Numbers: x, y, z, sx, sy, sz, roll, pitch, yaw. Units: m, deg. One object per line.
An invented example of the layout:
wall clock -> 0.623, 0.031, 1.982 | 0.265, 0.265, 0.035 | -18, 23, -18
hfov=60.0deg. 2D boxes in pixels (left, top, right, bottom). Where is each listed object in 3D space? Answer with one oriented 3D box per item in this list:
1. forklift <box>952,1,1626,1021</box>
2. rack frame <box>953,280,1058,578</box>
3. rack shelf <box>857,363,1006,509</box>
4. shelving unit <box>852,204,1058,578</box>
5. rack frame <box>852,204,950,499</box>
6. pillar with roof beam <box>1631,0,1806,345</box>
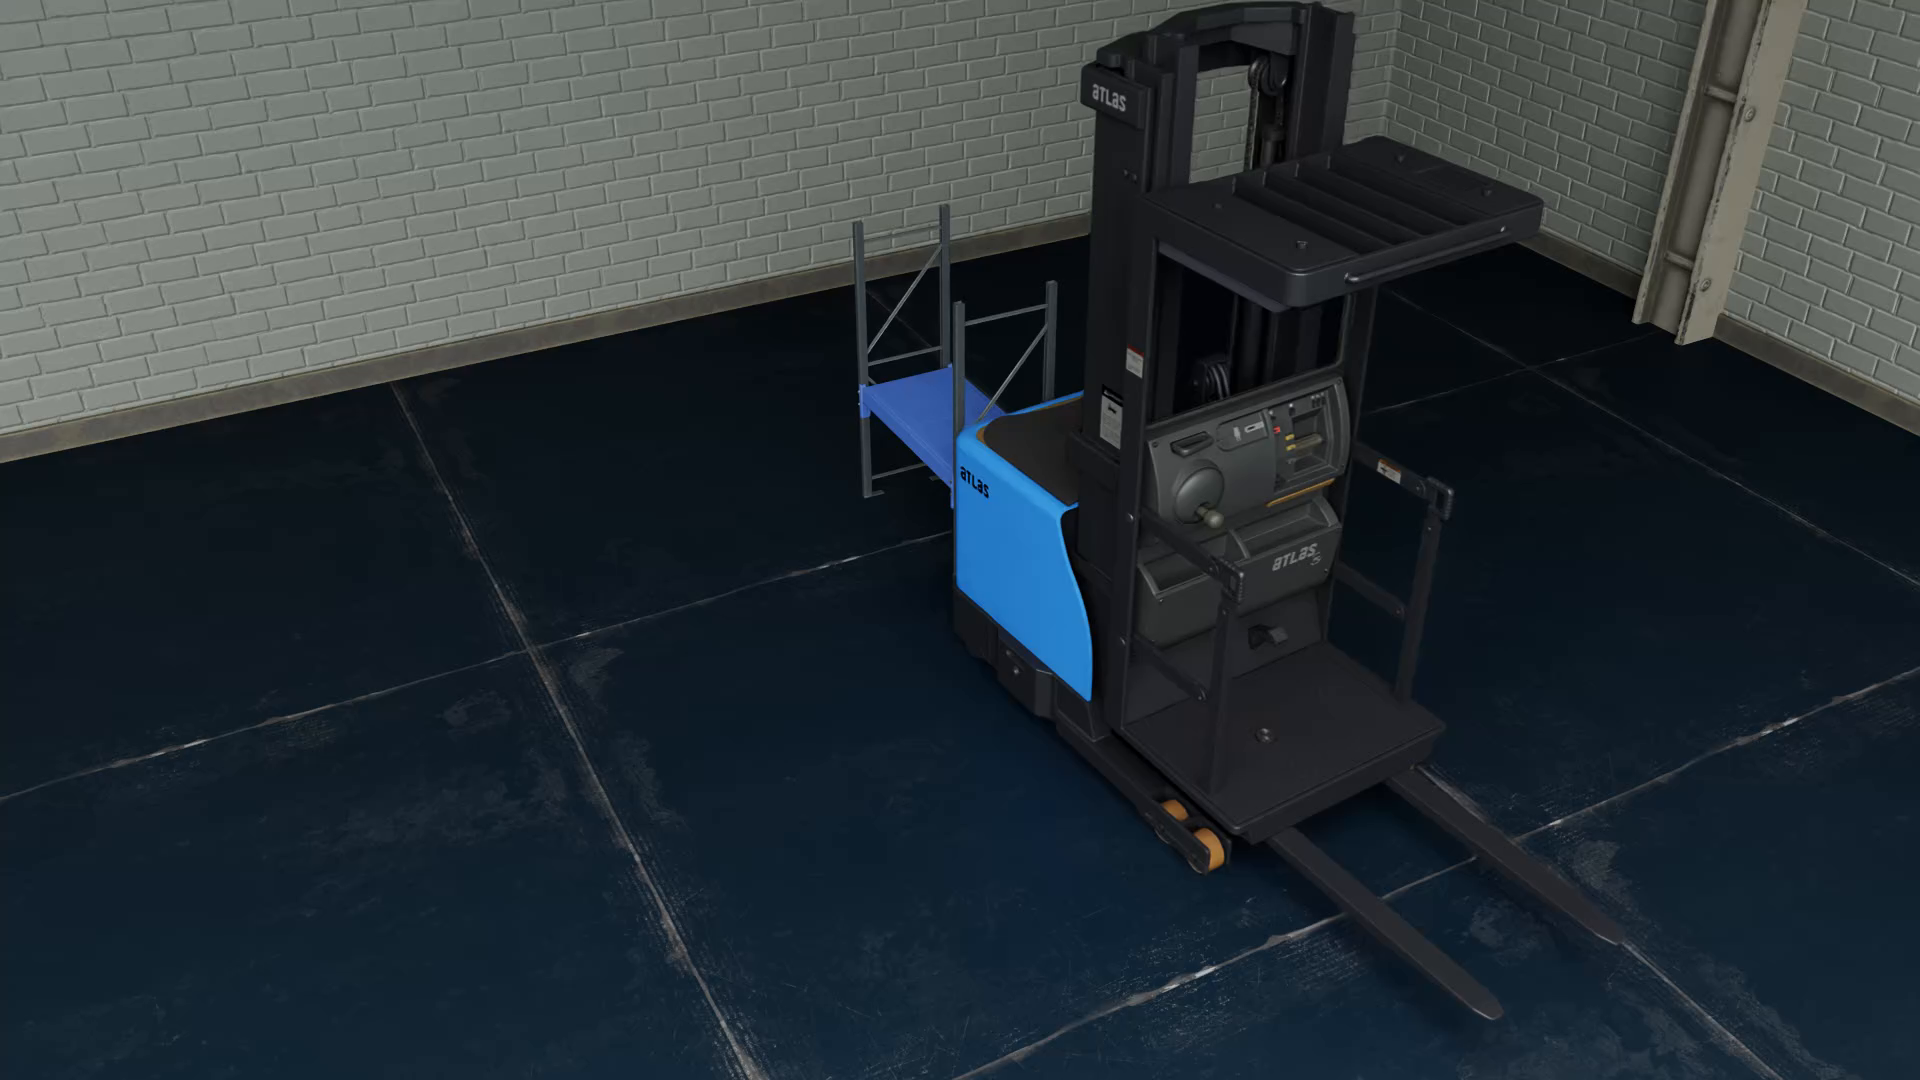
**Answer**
forklift -> 1.187, -0.269, 5.953 | 1.130, 2.935, 3.031 | -19, 37, -27
rack frame -> 0.197, -0.430, 7.530 | 0.500, 1.500, 0.032 | -16, 36, -23
rack shelf -> -0.040, -0.521, 8.006 | 0.538, 0.185, 1.000 | -16, 36, -23
shelving unit -> -0.040, -0.672, 7.909 | 0.538, 1.500, 1.048 | -16, 36, -23
rack frame -> -0.277, -0.915, 8.288 | 0.500, 1.500, 0.032 | -16, 36, -23
pillar with roof beam -> 0.609, -4.019, 6.181 | 9.100, 9.000, 0.400 | -16, 36, -23
